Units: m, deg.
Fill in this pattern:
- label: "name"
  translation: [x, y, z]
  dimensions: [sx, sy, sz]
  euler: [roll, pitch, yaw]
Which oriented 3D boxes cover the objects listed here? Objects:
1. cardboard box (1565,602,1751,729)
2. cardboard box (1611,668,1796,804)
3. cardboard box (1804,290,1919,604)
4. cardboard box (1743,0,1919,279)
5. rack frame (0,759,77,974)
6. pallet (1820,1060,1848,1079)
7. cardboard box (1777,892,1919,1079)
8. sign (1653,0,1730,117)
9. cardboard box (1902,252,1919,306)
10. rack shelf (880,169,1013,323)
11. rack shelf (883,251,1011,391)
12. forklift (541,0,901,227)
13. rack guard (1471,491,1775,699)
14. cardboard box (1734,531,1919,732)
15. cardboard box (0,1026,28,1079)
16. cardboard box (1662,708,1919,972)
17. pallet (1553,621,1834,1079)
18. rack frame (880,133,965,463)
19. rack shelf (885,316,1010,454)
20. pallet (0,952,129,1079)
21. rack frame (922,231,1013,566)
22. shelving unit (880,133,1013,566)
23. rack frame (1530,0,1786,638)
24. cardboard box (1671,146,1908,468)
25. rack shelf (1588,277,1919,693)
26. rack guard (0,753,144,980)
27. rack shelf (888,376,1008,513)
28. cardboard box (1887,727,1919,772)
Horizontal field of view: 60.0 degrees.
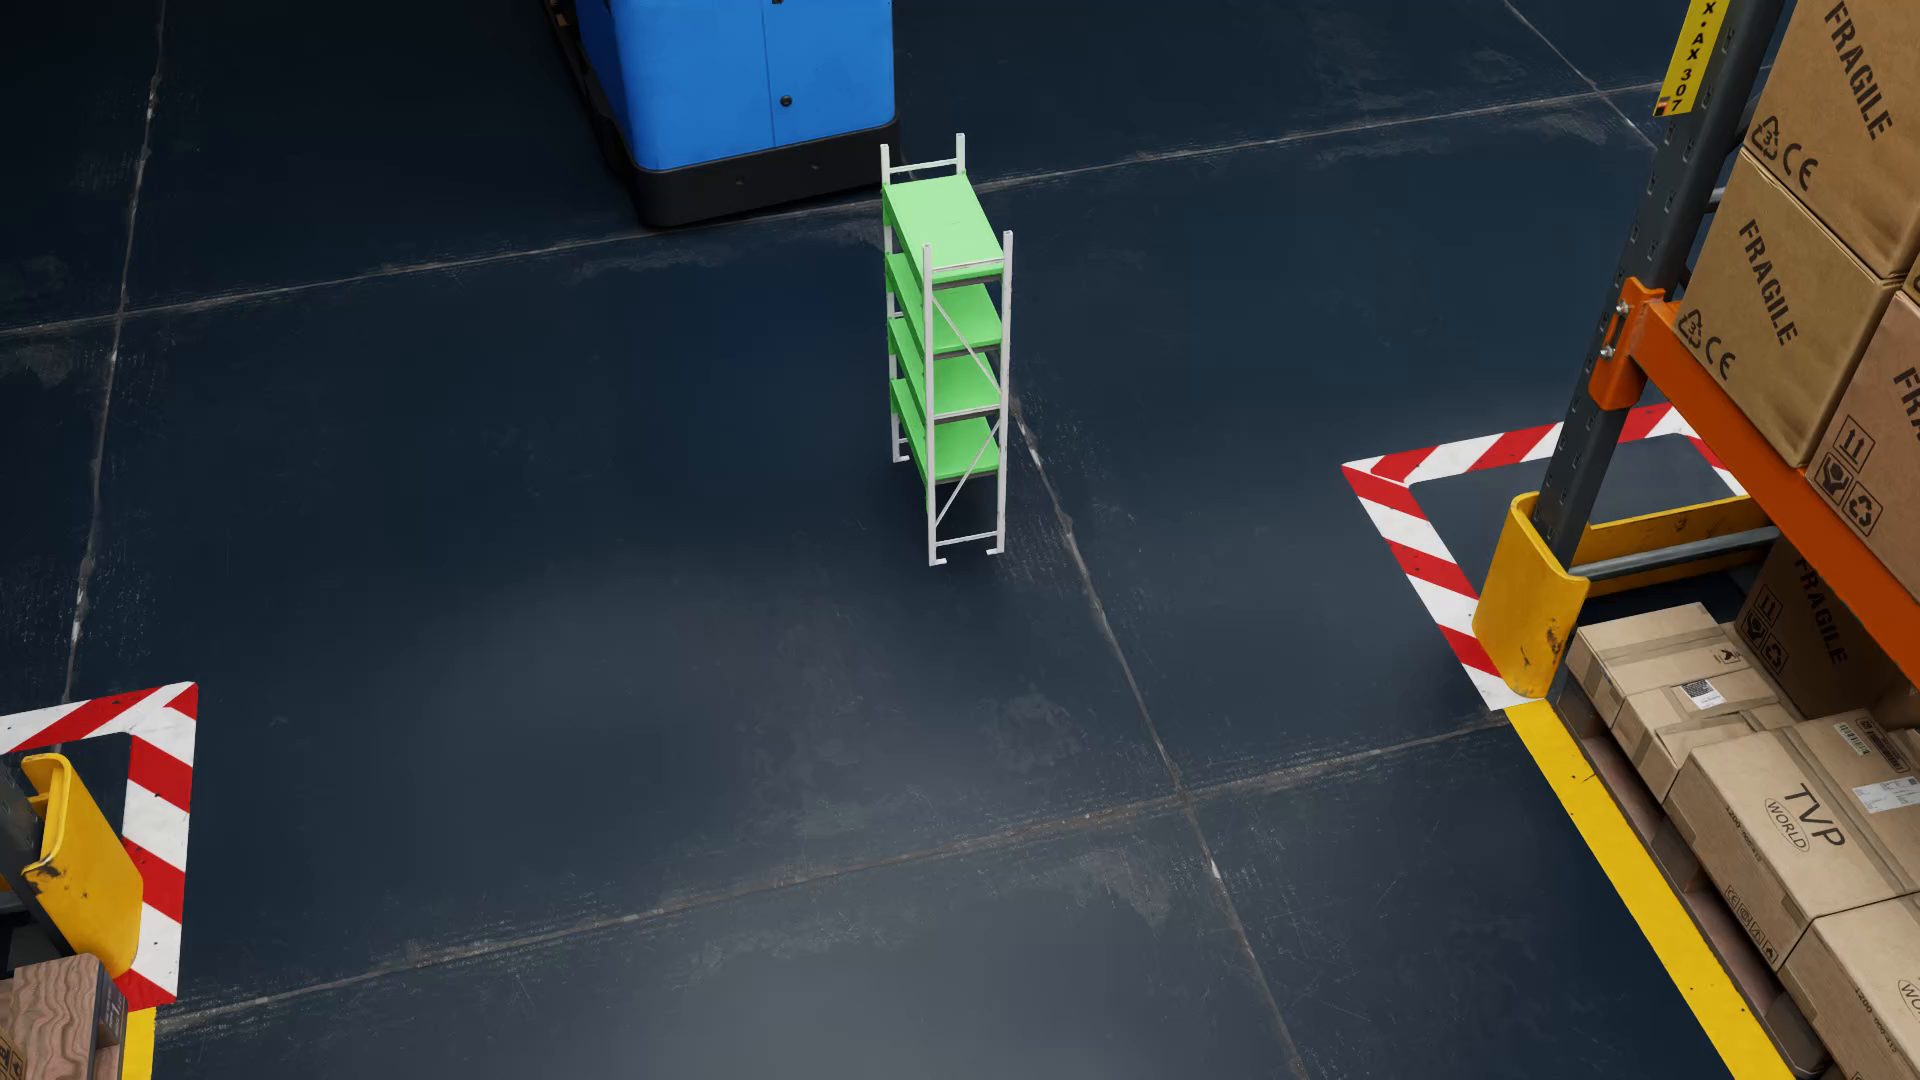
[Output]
- label: "cardboard box"
  translation: [1.886, 0.337, 4.507]
  dimensions: [0.380, 0.149, 0.250]
  euler: [-11, 47, -10]
- label: "cardboard box"
  translation: [1.950, 0.504, 4.332]
  dimensions: [0.380, 0.166, 0.250]
  euler: [-11, 47, -10]
- label: "cardboard box"
  translation: [2.107, -0.184, 3.260]
  dimensions: [0.500, 0.500, 0.500]
  euler: [-11, 47, -11]
- label: "cardboard box"
  translation: [1.970, -0.889, 3.251]
  dimensions: [0.500, 0.500, 0.500]
  euler: [-9, 46, -9]
- label: "rack frame"
  translation: [-2.676, 0.050, 3.101]
  dimensions: [1.000, 3.000, 0.127]
  euler: [-11, 47, -10]
- label: "pallet"
  translation: [2.645, 1.561, 3.573]
  dimensions: [1.003, 0.211, 1.213]
  euler: [-11, 47, -10]
- label: "cardboard box"
  translation: [2.232, 1.067, 3.721]
  dimensions: [0.500, 0.250, 0.500]
  euler: [-11, 47, -10]
- label: "sign"
  translation: [1.587, -1.062, 3.585]
  dimensions: [0.100, 0.325, 0.005]
  euler: [-11, 47, -10]
- label: "cardboard box"
  translation: [2.111, -0.530, 2.899]
  dimensions: [0.500, 0.500, 0.500]
  euler: [-10, 46, -10]
- label: "rack shelf"
  translation: [-0.042, -0.825, 4.636]
  dimensions: [0.258, 0.148, 0.480]
  euler: [-11, 47, -10]
- label: "rack shelf"
  translation: [-0.042, -0.658, 4.808]
  dimensions: [0.258, 0.148, 0.480]
  euler: [-11, 47, -10]
- label: "forklift"
  translation: [-1.238, -3.285, 6.418]
  dimensions: [1.130, 2.935, 3.031]
  euler: [-15, 48, -15]
- label: "rack guard"
  translation: [2.131, 0.069, 4.833]
  dimensions: [1.175, 0.500, 0.348]
  euler: [-11, 47, -10]
- label: "cardboard box"
  translation: [2.489, 0.193, 4.403]
  dimensions: [0.500, 0.500, 0.500]
  euler: [-11, 47, -10]
- label: "cardboard box"
  translation: [-2.400, 1.243, 3.388]
  dimensions: [0.700, 0.500, 0.500]
  euler: [-11, 47, -10]
- label: "cardboard box"
  translation: [2.104, 0.722, 4.059]
  dimensions: [0.500, 0.250, 0.500]
  euler: [-11, 47, -10]
- label: "pallet"
  translation: [2.336, 0.720, 4.397]
  dimensions: [1.003, 0.211, 1.213]
  euler: [-11, 47, -10]
- label: "rack frame"
  translation: [-0.105, -0.703, 5.099]
  dimensions: [0.240, 1.200, 0.015]
  euler: [-11, 47, -10]
- label: "rack shelf"
  translation: [-0.042, -0.490, 4.979]
  dimensions: [0.258, 0.148, 0.480]
  euler: [-11, 47, -10]
- label: "pallet"
  translation: [-2.396, 1.563, 3.570]
  dimensions: [1.003, 0.211, 1.213]
  euler: [-11, 47, -10]
- label: "rack frame"
  translation: [0.020, -0.366, 4.768]
  dimensions: [0.240, 1.200, 0.015]
  euler: [-11, 47, -10]
- label: "shelving unit"
  translation: [-0.042, -0.534, 4.933]
  dimensions: [0.258, 1.200, 0.503]
  euler: [-11, 47, -10]
- label: "rack frame"
  translation: [2.111, -0.859, 3.991]
  dimensions: [1.000, 3.000, 0.127]
  euler: [-11, 47, -10]
- label: "cardboard box"
  translation: [1.970, -0.539, 3.608]
  dimensions: [0.500, 0.500, 0.500]
  euler: [-10, 46, -9]
- label: "rack shelf"
  translation: [2.623, 0.774, 2.895]
  dimensions: [1.077, 0.370, 4.000]
  euler: [-11, 47, -10]
- label: "rack guard"
  translation: [-2.682, 0.908, 4.010]
  dimensions: [1.175, 0.500, 0.348]
  euler: [-11, 47, -10]
- label: "rack shelf"
  translation: [-0.042, -0.322, 5.151]
  dimensions: [0.258, 0.148, 0.480]
  euler: [-11, 47, -10]
- label: "cardboard box"
  translation: [2.505, 0.605, 4.232]
  dimensions: [0.380, 0.166, 0.250]
  euler: [-11, 47, -10]
